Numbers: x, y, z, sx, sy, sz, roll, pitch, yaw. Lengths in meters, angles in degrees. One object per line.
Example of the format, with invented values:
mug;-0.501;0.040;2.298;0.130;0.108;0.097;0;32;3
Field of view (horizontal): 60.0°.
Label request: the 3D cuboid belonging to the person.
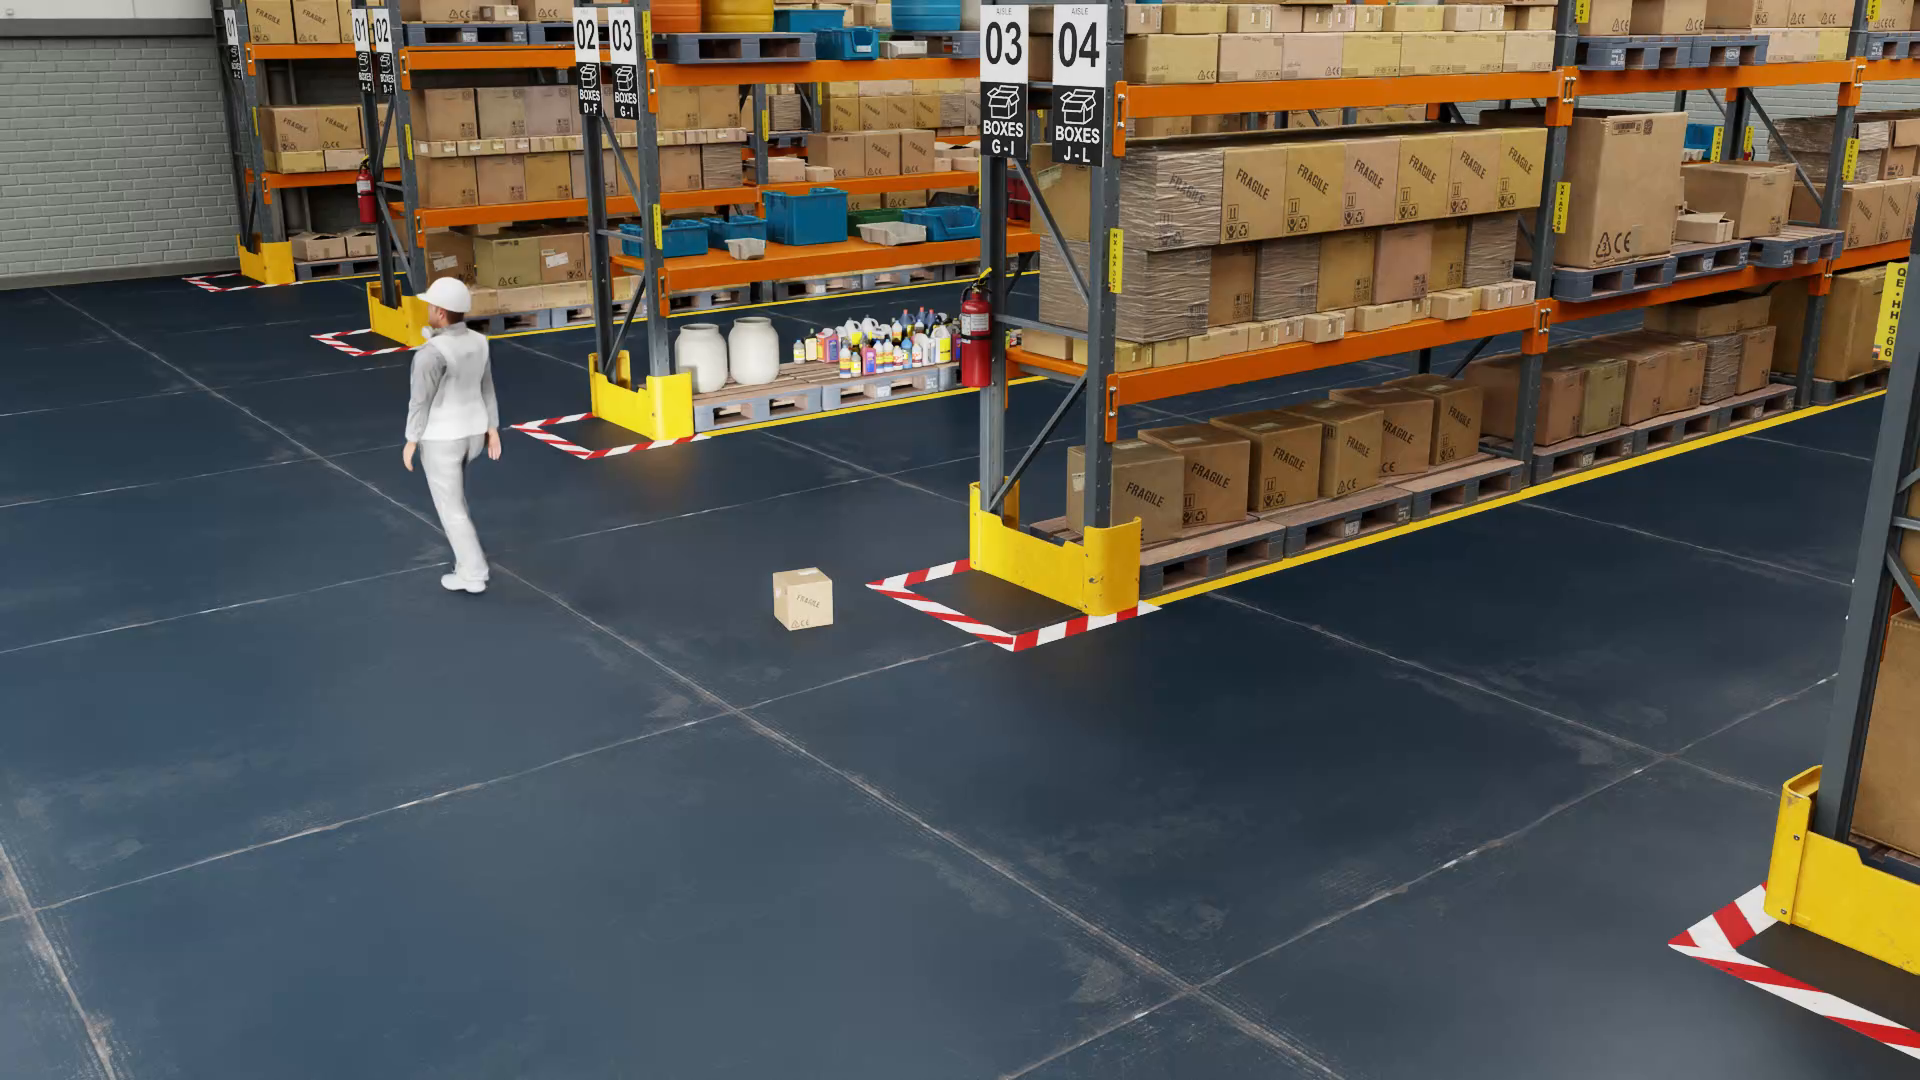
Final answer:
person;-2.885;-0.569;9.301;0.512;1.806;0.566;8;19;23
